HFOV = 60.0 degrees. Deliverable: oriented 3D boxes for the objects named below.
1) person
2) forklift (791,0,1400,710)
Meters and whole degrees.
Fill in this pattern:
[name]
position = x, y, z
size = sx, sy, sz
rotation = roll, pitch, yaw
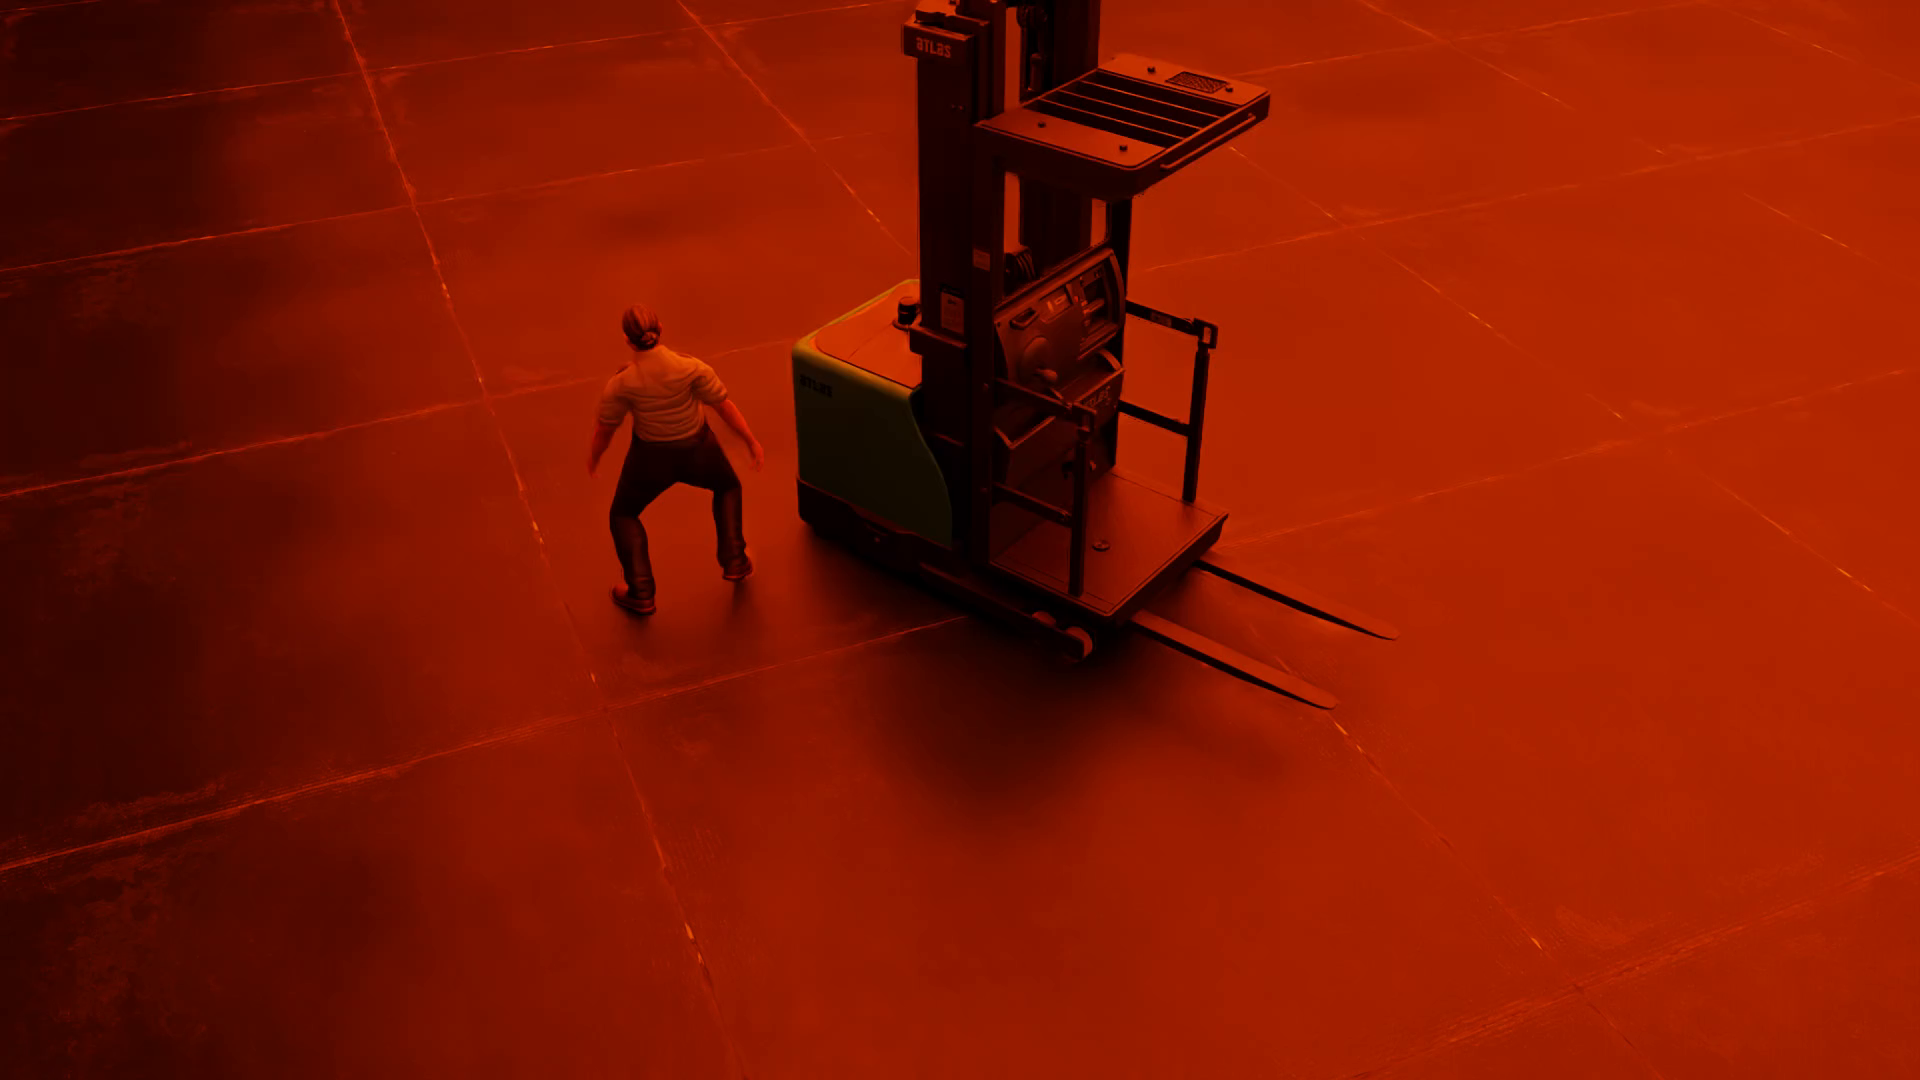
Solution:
[person]
position = -1.355, -0.418, 7.886
size = 0.838, 1.568, 0.495
rotation = -6, 36, -8
[forklift]
position = 0.626, -0.970, 7.463
size = 3.031, 2.935, 1.130
rotation = 24, 42, 30
